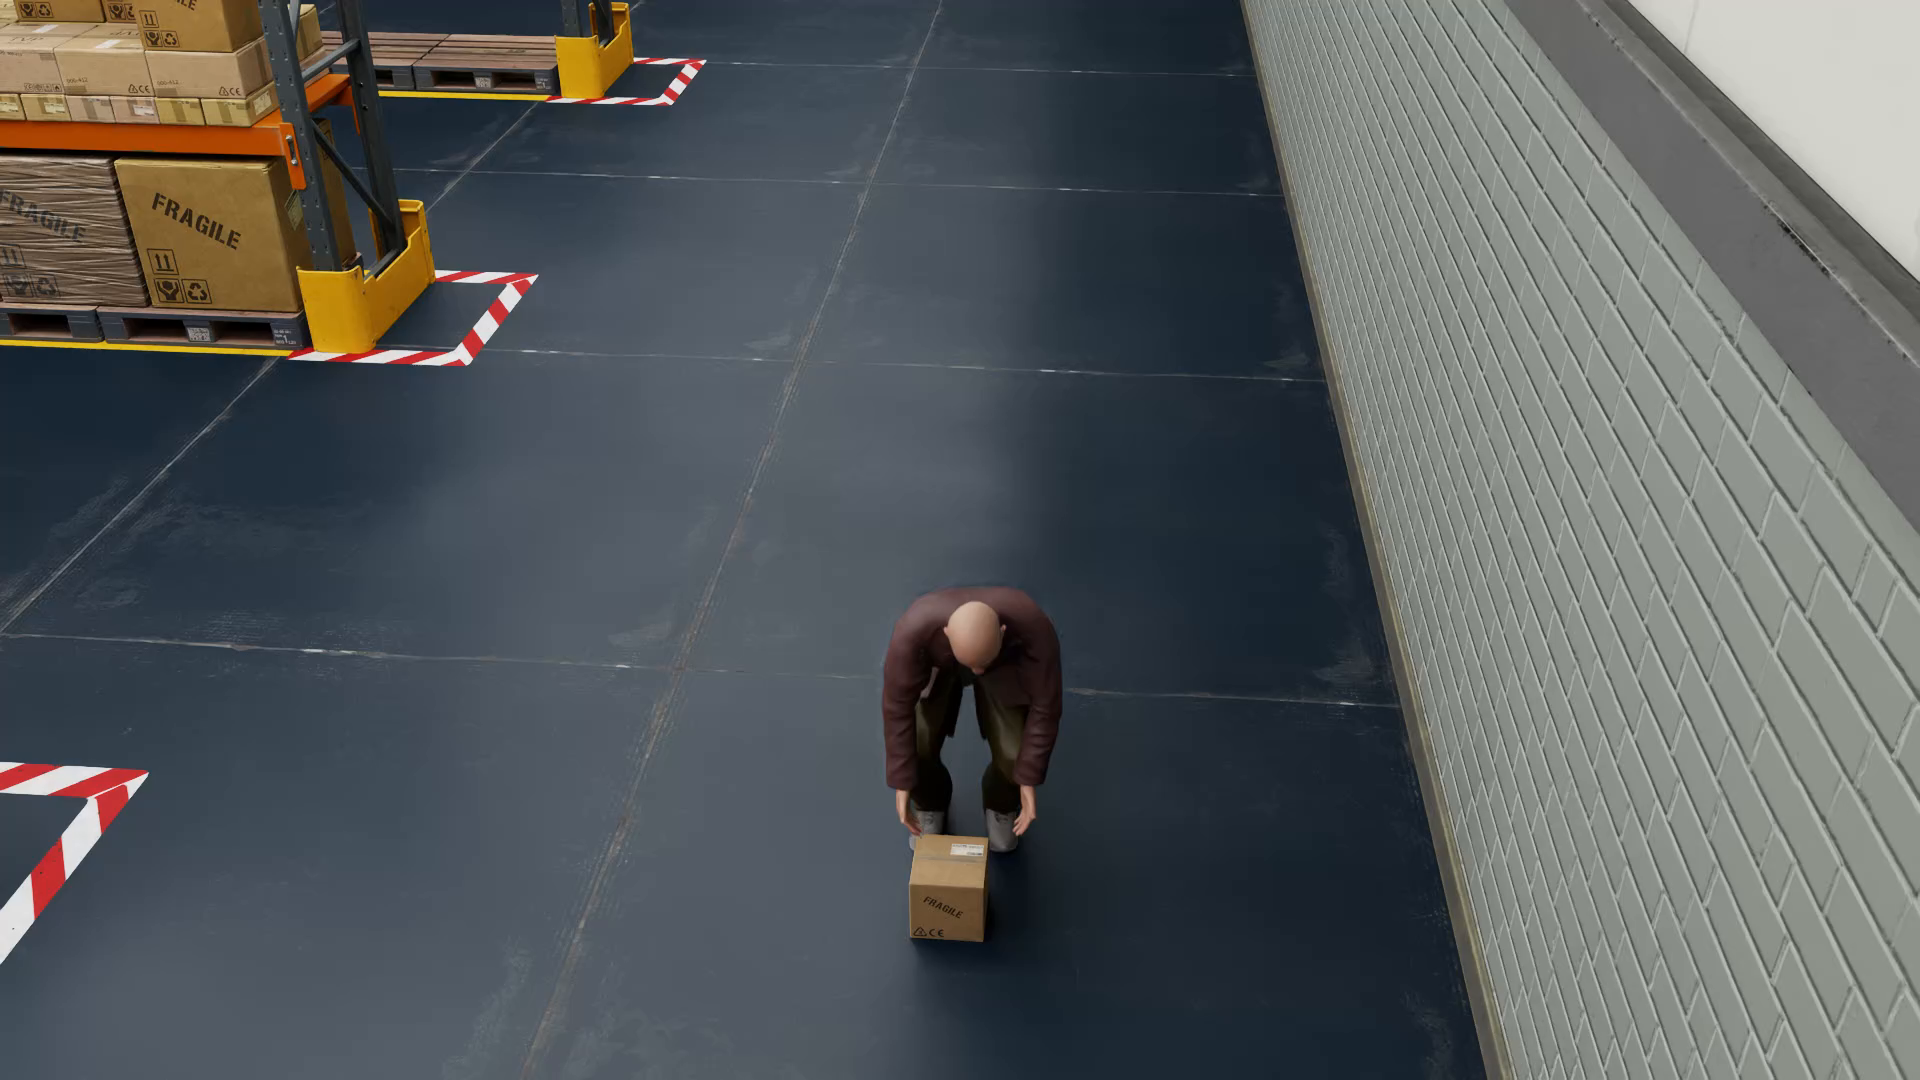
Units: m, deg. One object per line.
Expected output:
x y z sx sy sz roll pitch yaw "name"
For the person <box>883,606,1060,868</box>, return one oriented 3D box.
0.038 0.624 5.784 0.613 1.099 0.862 2 32 4 "person"
